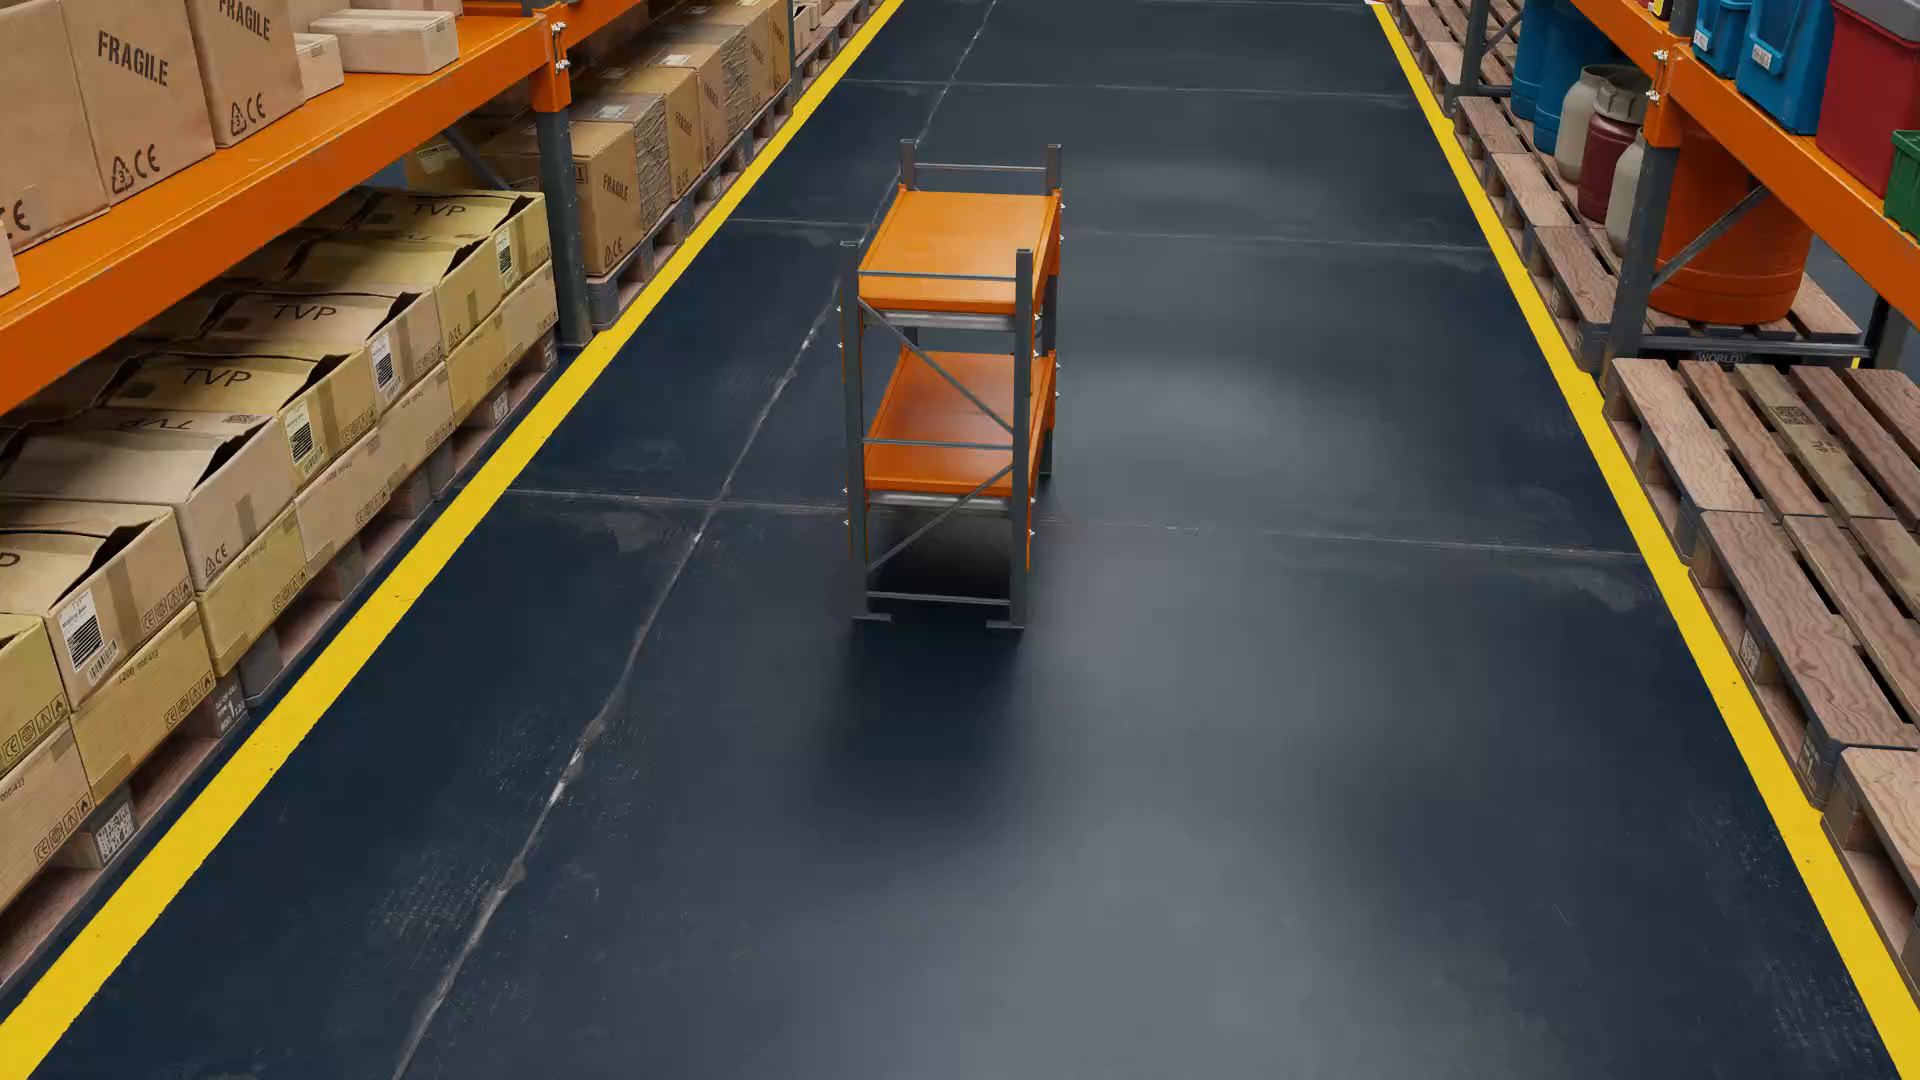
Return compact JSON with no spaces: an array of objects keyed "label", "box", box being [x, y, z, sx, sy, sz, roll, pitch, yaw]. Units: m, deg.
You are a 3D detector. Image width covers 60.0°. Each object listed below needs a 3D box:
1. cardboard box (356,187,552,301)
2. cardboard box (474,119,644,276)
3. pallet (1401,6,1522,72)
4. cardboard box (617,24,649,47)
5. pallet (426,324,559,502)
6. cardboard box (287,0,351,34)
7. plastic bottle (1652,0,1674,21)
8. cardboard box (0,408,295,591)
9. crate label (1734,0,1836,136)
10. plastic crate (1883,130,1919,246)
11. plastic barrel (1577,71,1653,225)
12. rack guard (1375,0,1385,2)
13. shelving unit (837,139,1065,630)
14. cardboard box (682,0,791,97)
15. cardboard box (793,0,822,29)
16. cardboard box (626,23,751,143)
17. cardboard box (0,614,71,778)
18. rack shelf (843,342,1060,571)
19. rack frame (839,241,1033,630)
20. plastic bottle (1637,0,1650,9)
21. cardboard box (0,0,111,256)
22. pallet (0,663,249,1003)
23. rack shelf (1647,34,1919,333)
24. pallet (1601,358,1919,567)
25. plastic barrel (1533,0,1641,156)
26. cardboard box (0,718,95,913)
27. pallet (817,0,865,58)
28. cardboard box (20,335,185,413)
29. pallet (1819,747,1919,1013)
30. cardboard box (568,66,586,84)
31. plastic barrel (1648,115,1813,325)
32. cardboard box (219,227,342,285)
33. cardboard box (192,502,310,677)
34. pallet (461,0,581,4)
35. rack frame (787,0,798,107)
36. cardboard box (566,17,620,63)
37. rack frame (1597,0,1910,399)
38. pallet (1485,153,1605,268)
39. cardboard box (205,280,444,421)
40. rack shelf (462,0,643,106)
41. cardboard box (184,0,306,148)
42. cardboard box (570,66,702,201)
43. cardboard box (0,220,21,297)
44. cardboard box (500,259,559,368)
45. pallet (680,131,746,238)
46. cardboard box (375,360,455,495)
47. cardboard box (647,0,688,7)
[{"label":"cardboard box","box":[-1.816,-1.100,5.995,0.500,0.311,0.500,4,29,8]},{"label":"cardboard box","box":[-1.657,-1.431,6.915,0.500,0.500,0.500,5,29,8]},{"label":"pallet","box":[3.608,-3.430,11.394,1.003,0.211,1.213,3,28,6]},{"label":"cardboard box","box":[-1.930,-2.416,8.743,0.500,0.500,0.500,4,29,7]},{"label":"pallet","box":[-2.136,-0.527,6.006,1.003,0.211,1.213,3,28,6]},{"label":"cardboard box","box":[-2.298,-1.691,5.320,0.500,0.311,0.500,3,28,6]},{"label":"plastic bottle","box":[2.546,-2.014,5.949,0.061,0.283,0.133,3,28,6]},{"label":"cardboard box","box":[-2.060,-0.137,4.207,0.500,0.311,0.500,2,28,5]},{"label":"crate label","box":[2.529,-1.414,4.674,0.502,0.435,0.616,3,28,6]},{"label":"plastic crate","box":[2.362,-0.710,3.629,0.450,0.188,0.662,3,28,6]},{"label":"plastic barrel","box":[3.101,-1.736,7.410,0.600,0.588,0.708,3,28,6]},{"label":"rack guard","box":[3.890,-4.528,13.127,1.175,0.500,0.348,3,28,6]},{"label":"shelving unit","box":[0.001,-0.498,4.989,0.538,1.125,1.048,3,28,6]},{"label":"cardboard box","box":[-1.282,-2.867,9.581,0.500,0.500,0.500,3,28,6]},{"label":"cardboard box","box":[-1.144,-3.562,11.222,0.380,0.166,0.250,3,28,6]},{"label":"cardboard box","box":[-1.413,-2.399,8.712,0.500,0.500,0.500,4,29,7]},{"label":"cardboard box","box":[-2.188,0.342,3.318,0.500,0.311,0.500,3,29,6]},{"label":"rack shelf","box":[0.001,-0.283,5.105,0.538,0.278,1.000,3,28,6]},{"label":"rack frame","box":[-0.061,-0.259,4.545,0.500,1.125,0.032,3,28,6]},{"label":"plastic bottle","box":[2.574,-2.123,6.151,0.061,0.283,0.133,3,28,6]},{"label":"cardboard box","box":[-2.311,-0.910,3.670,0.500,0.500,0.500,5,29,10]},{"label":"pallet","box":[-2.435,0.622,3.874,1.003,0.211,1.213,3,28,6]},{"label":"rack shelf","box":[2.674,-0.592,3.945,1.077,0.370,4.000,3,28,6]},{"label":"pallet","box":[2.786,-0.260,5.510,1.003,0.211,1.213,3,28,6]},{"label":"plastic barrel","box":[3.239,-2.406,8.323,0.600,0.901,0.708,3,28,6]},{"label":"cardboard box","box":[-2.191,0.593,3.443,0.500,0.250,0.500,3,28,5]},{"label":"pallet","box":[-1.274,-3.694,11.885,1.003,0.211,1.213,3,28,6]},{"label":"cardboard box","box":[-2.535,-0.402,4.698,0.500,0.311,0.500,3,28,6]},{"label":"pallet","box":[2.487,0.888,3.379,1.003,0.211,1.213,3,28,6]},{"label":"cardboard box","box":[-2.051,-1.931,7.842,0.500,0.500,0.500,2,28,4]},{"label":"plastic barrel","box":[2.962,-1.311,6.366,0.600,0.830,0.708,3,28,6]},{"label":"cardboard box","box":[-2.408,-0.884,5.593,0.500,0.311,0.500,3,28,5]},{"label":"cardboard box","box":[-2.066,0.109,4.342,0.500,0.250,0.500,3,28,5]},{"label":"pallet","box":[-1.983,-2.379,6.705,1.213,0.211,1.003,3,28,6]},{"label":"rack frame","box":[-1.506,-4.023,9.554,1.000,3.000,0.127,3,28,6]},{"label":"cardboard box","box":[-1.991,-2.526,8.156,0.500,0.250,0.500,3,28,5]},{"label":"rack frame","box":[2.919,-1.850,5.522,1.000,3.000,0.127,3,28,6]},{"label":"pallet","box":[3.127,-1.569,7.939,1.003,0.211,1.213,3,28,6]},{"label":"cardboard box","box":[-1.938,-0.618,5.099,0.500,0.311,0.500,3,28,6]},{"label":"rack shelf","box":[-1.751,-2.765,7.977,1.077,0.370,4.000,3,28,6]},{"label":"cardboard box","box":[-2.186,-1.393,4.568,0.500,0.500,0.500,2,28,3]},{"label":"cardboard box","box":[-1.532,-1.913,7.810,0.500,0.500,0.500,3,28,6]},{"label":"cardboard box","box":[-2.175,-0.552,3.376,0.380,0.149,0.250,3,28,6]},{"label":"cardboard box","box":[-1.819,-0.852,6.126,0.500,0.250,0.500,4,29,7]},{"label":"pallet","box":[-1.715,-1.834,8.432,1.003,0.211,1.213,3,28,6]},{"label":"cardboard box","box":[-1.943,-0.373,5.236,0.500,0.250,0.500,4,29,7]},{"label":"cardboard box","box":[-1.807,-2.902,9.646,0.500,0.500,0.500,2,28,4]}]
